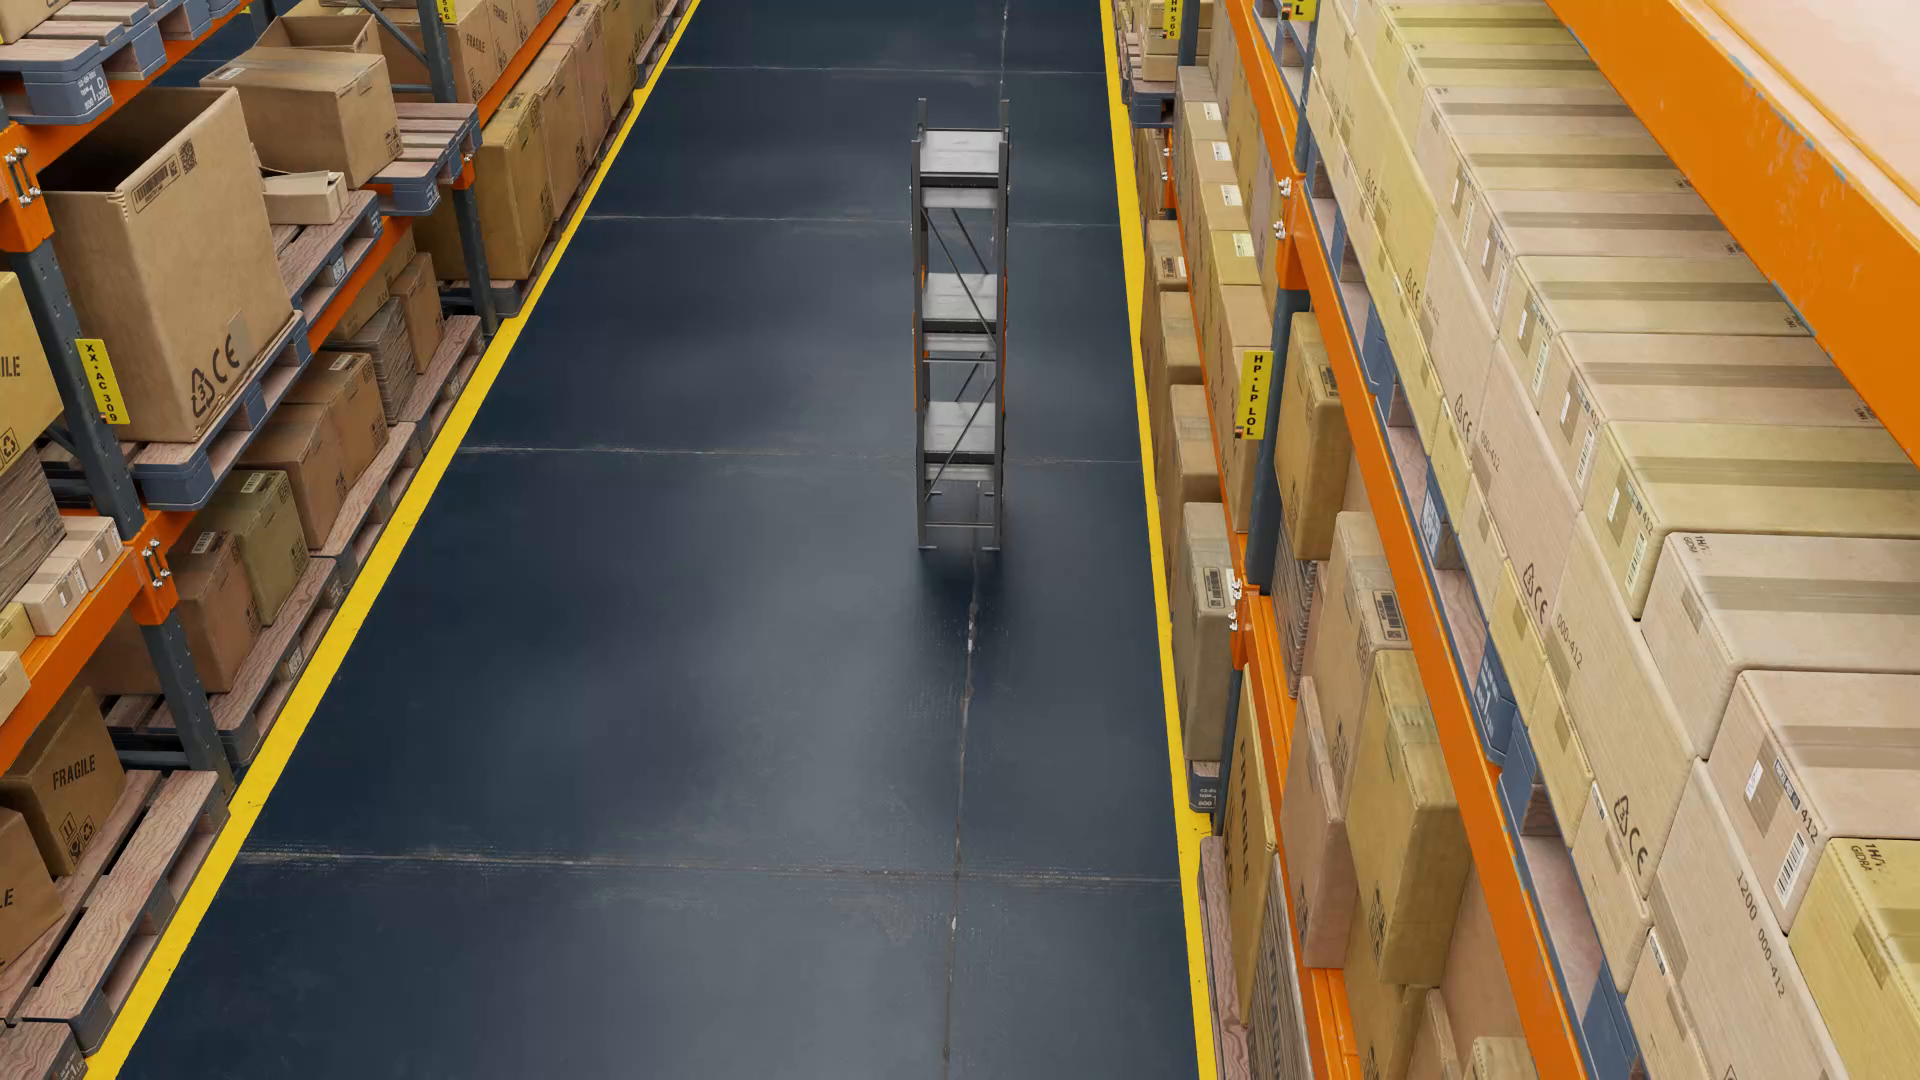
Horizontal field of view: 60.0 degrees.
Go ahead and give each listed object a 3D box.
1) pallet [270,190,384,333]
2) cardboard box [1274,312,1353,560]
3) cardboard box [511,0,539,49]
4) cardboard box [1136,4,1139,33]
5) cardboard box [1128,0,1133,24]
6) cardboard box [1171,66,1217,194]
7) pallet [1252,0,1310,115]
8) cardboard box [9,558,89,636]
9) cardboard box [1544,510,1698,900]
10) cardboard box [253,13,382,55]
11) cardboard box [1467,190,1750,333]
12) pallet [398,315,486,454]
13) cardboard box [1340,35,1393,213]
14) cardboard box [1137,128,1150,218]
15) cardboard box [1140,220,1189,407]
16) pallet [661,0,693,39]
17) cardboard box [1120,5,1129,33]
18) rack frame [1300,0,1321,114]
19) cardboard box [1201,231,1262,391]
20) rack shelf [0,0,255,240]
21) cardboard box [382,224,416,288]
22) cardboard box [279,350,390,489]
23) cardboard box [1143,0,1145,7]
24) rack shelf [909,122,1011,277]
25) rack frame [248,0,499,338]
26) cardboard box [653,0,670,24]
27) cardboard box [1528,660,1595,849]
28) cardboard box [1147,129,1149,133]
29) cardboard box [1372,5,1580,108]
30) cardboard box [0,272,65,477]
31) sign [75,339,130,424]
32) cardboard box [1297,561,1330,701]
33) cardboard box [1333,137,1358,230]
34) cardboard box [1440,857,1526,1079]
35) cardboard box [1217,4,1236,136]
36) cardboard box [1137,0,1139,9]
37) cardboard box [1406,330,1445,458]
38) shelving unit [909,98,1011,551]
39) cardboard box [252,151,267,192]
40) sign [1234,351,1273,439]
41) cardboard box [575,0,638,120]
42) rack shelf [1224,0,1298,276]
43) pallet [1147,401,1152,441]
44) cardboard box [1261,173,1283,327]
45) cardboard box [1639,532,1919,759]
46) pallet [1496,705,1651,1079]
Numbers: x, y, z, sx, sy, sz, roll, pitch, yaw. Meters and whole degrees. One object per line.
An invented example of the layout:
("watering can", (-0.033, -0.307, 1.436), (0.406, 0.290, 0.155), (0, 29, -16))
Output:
("pallet", (-3.336, -1.271, 7.617), (1.003, 0.211, 1.213), (1, 35, 2))
("cardboard box", (1.444, -0.309, 5.012), (0.875, 0.550, 0.550), (1, 35, 2))
("cardboard box", (-2.971, -3.393, 10.382), (0.500, 0.500, 0.500), (1, 35, 1))
("cardboard box", (1.250, -3.112, 9.923), (0.380, 0.149, 0.250), (1, 35, 1))
("cardboard box", (1.540, -4.221, 13.243), (0.380, 0.149, 0.250), (2, 35, 2))
("cardboard box", (1.366, -2.105, 8.549), (0.500, 0.500, 0.500), (2, 35, 2))
("pallet", (1.481, -1.694, 5.610), (0.805, 0.209, 1.217), (0, 35, 0))
("cardboard box", (-3.193, 0.187, 5.594), (0.380, 0.149, 0.250), (1, 35, 2))
("cardboard box", (1.094, 0.205, 2.160), (0.500, 0.250, 0.500), (1, 35, 2))
("cardboard box", (-3.279, -2.390, 8.589), (0.500, 0.500, 0.500), (-3, 35, -4))
("cardboard box", (1.069, -0.460, 2.760), (0.380, 0.149, 0.250), (2, 35, 2))
("pallet", (-3.331, -0.898, 9.345), (1.003, 0.211, 1.213), (1, 35, 2))
("cardboard box", (1.175, -0.953, 3.808), (0.500, 0.250, 0.500), (1, 35, 2))
("cardboard box", (1.449, -2.451, 10.938), (0.500, 0.500, 0.500), (0, 35, 0))
("cardboard box", (1.540, -1.219, 8.967), (1.050, 0.750, 0.750), (1, 35, 1))
("pallet", (-2.982, -4.783, 14.872), (1.003, 0.211, 1.213), (1, 35, 2))
("cardboard box", (1.501, -4.239, 13.529), (0.380, 0.149, 0.250), (0, 35, 0))
("rack frame", (1.493, -2.472, 3.941), (1.000, 3.000, 0.127), (1, 35, 2))
("cardboard box", (1.288, -0.945, 6.899), (0.500, 0.500, 0.500), (2, 35, 2))
("rack shelf", (-3.378, -2.272, 6.891), (1.077, 0.370, 4.000), (1, 35, 2))
("cardboard box", (-3.295, -1.567, 9.009), (0.500, 0.250, 0.500), (3, 35, 4))
("cardboard box", (-3.330, -0.615, 8.308), (0.700, 0.500, 0.500), (4, 35, 6))
("cardboard box", (1.228, -3.064, 9.337), (0.380, 0.149, 0.250), (1, 35, 1))
("rack shelf", (0.007, -1.516, 7.387), (0.431, 0.518, 0.480), (1, 35, 2))
("rack frame", (-3.298, -2.488, 9.182), (1.000, 3.000, 0.127), (1, 35, 2))
("cardboard box", (-2.994, -4.983, 14.214), (0.875, 0.875, 0.875), (1, 35, 2))
("cardboard box", (1.039, 0.307, 2.362), (0.380, 0.149, 0.250), (2, 35, 2))
("cardboard box", (1.465, -2.752, 10.714), (0.500, 0.250, 0.500), (2, 35, 3))
("cardboard box", (1.110, -1.042, 3.587), (0.380, 0.149, 0.250), (1, 35, 1))
("cardboard box", (-3.202, -0.497, 5.133), (0.500, 0.500, 0.500), (1, 35, 2))
("sign", (-2.916, -0.536, 5.651), (0.100, 0.325, 0.005), (1, 35, 2))
("cardboard box", (1.491, 0.450, 4.870), (0.875, 0.550, 0.550), (1, 35, 2))
("cardboard box", (1.119, -0.861, 4.024), (0.380, 0.149, 0.250), (1, 35, 2))
("cardboard box", (1.475, 0.929, 3.250), (0.875, 0.550, 0.550), (1, 35, 2))
("cardboard box", (1.607, -2.217, 7.839), (0.700, 0.500, 0.500), (1, 35, 1))
("cardboard box", (1.247, -3.249, 9.859), (0.380, 0.149, 0.250), (1, 35, 2))
("cardboard box", (1.078, -0.279, 3.196), (0.380, 0.149, 0.250), (2, 35, 2))
("shelving unit", (0.007, -0.954, 7.782), (0.431, 2.100, 0.503), (1, 35, 2))
("cardboard box", (-3.481, -1.402, 7.181), (0.797, 0.503, 0.637), (5, 35, 7))
("sign", (0.951, -0.466, 5.366), (0.100, 0.325, 0.005), (1, 35, 2))
("cardboard box", (-3.143, -3.721, 12.418), (1.225, 0.875, 0.875), (1, 35, 2))
("rack shelf", (1.574, -2.099, 6.645), (1.077, 0.370, 4.000), (1, 35, 2))
("pallet", (1.547, -0.723, 9.096), (1.003, 0.211, 1.213), (1, 35, 2))
("cardboard box", (1.526, -1.048, 6.176), (0.700, 0.500, 0.500), (1, 35, 1))
("cardboard box", (1.029, 0.125, 1.927), (0.380, 0.149, 0.250), (2, 35, 3))
("pallet", (1.352, 0.663, 2.166), (1.003, 0.211, 1.213), (1, 35, 2))
